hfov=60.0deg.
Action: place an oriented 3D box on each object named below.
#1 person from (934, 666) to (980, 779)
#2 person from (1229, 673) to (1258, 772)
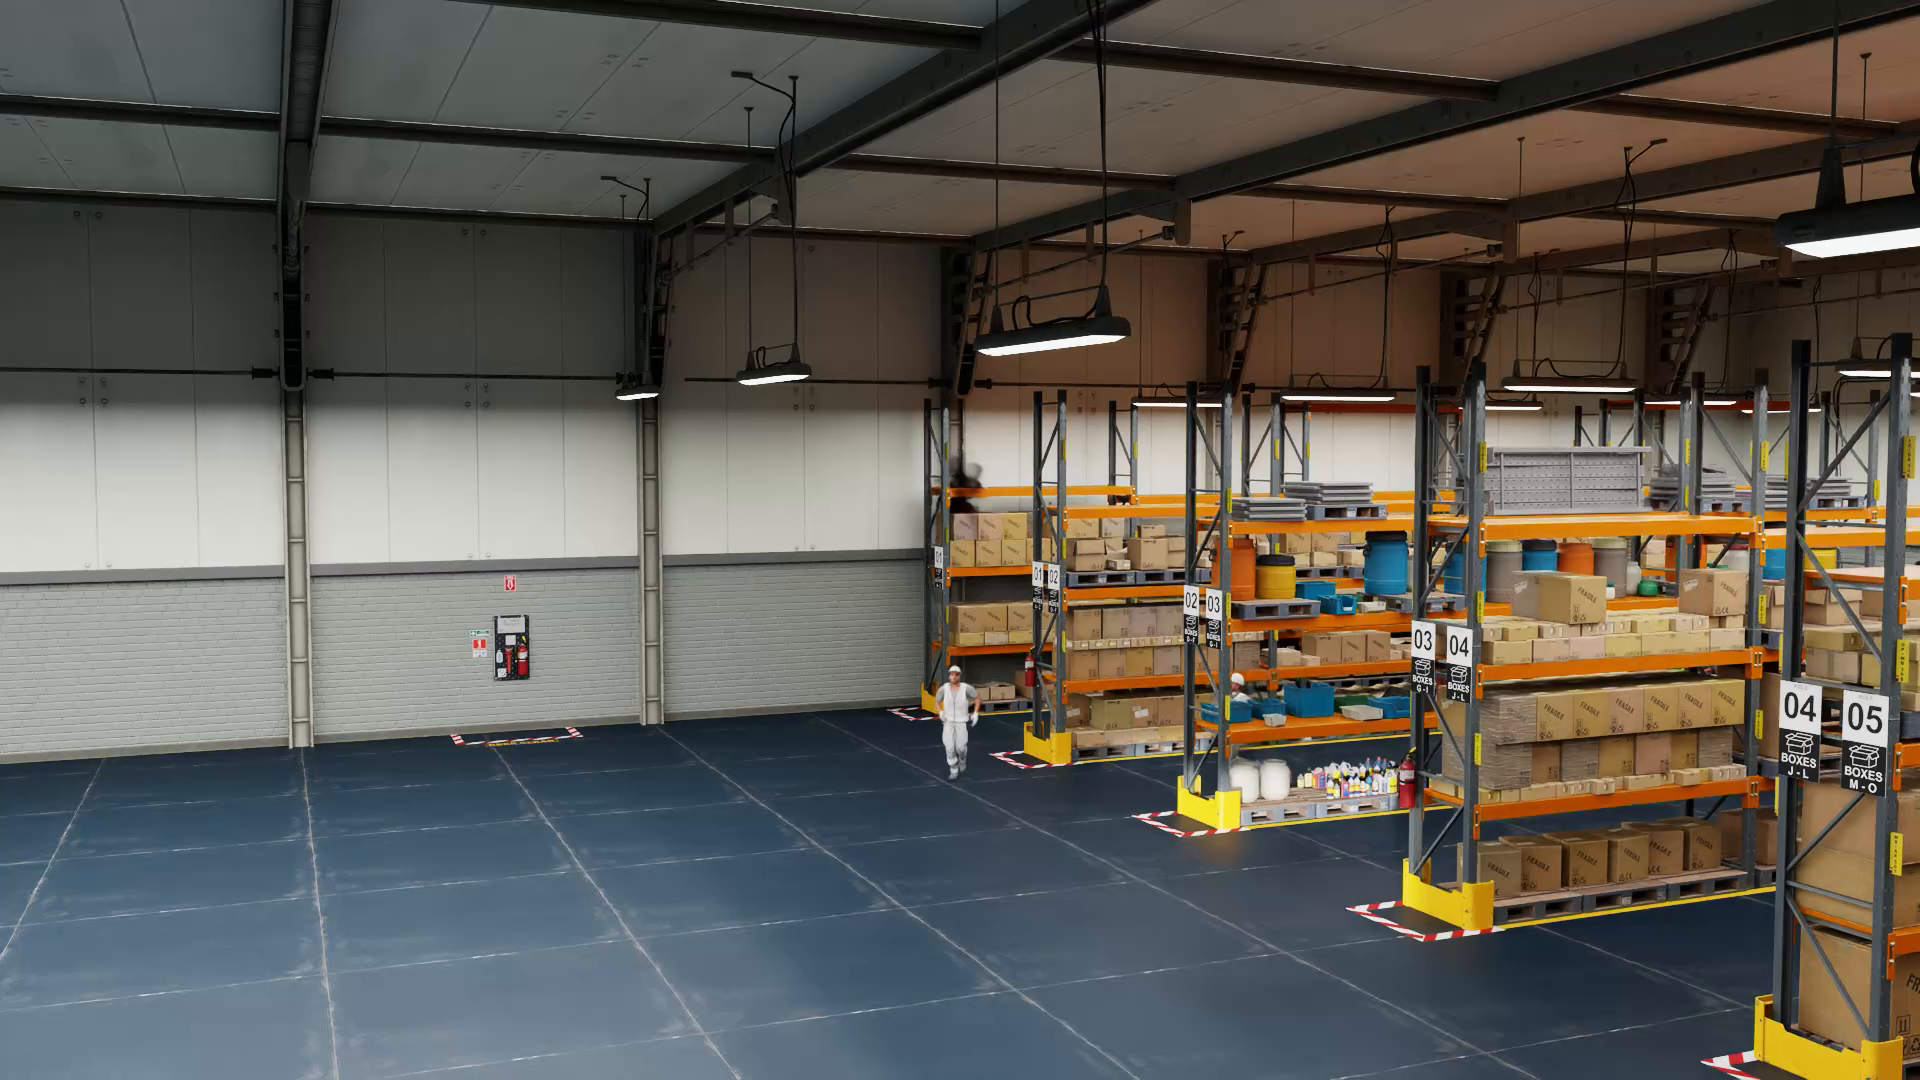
[{"bbox_3d":[-0.054,2.792,25.449,0.699,1.746,0.615,0,3,5],"label":"person"},{"bbox_3d":[4.109,2.843,24.735,0.609,1.729,0.707,-1,4,-22],"label":"person"}]
